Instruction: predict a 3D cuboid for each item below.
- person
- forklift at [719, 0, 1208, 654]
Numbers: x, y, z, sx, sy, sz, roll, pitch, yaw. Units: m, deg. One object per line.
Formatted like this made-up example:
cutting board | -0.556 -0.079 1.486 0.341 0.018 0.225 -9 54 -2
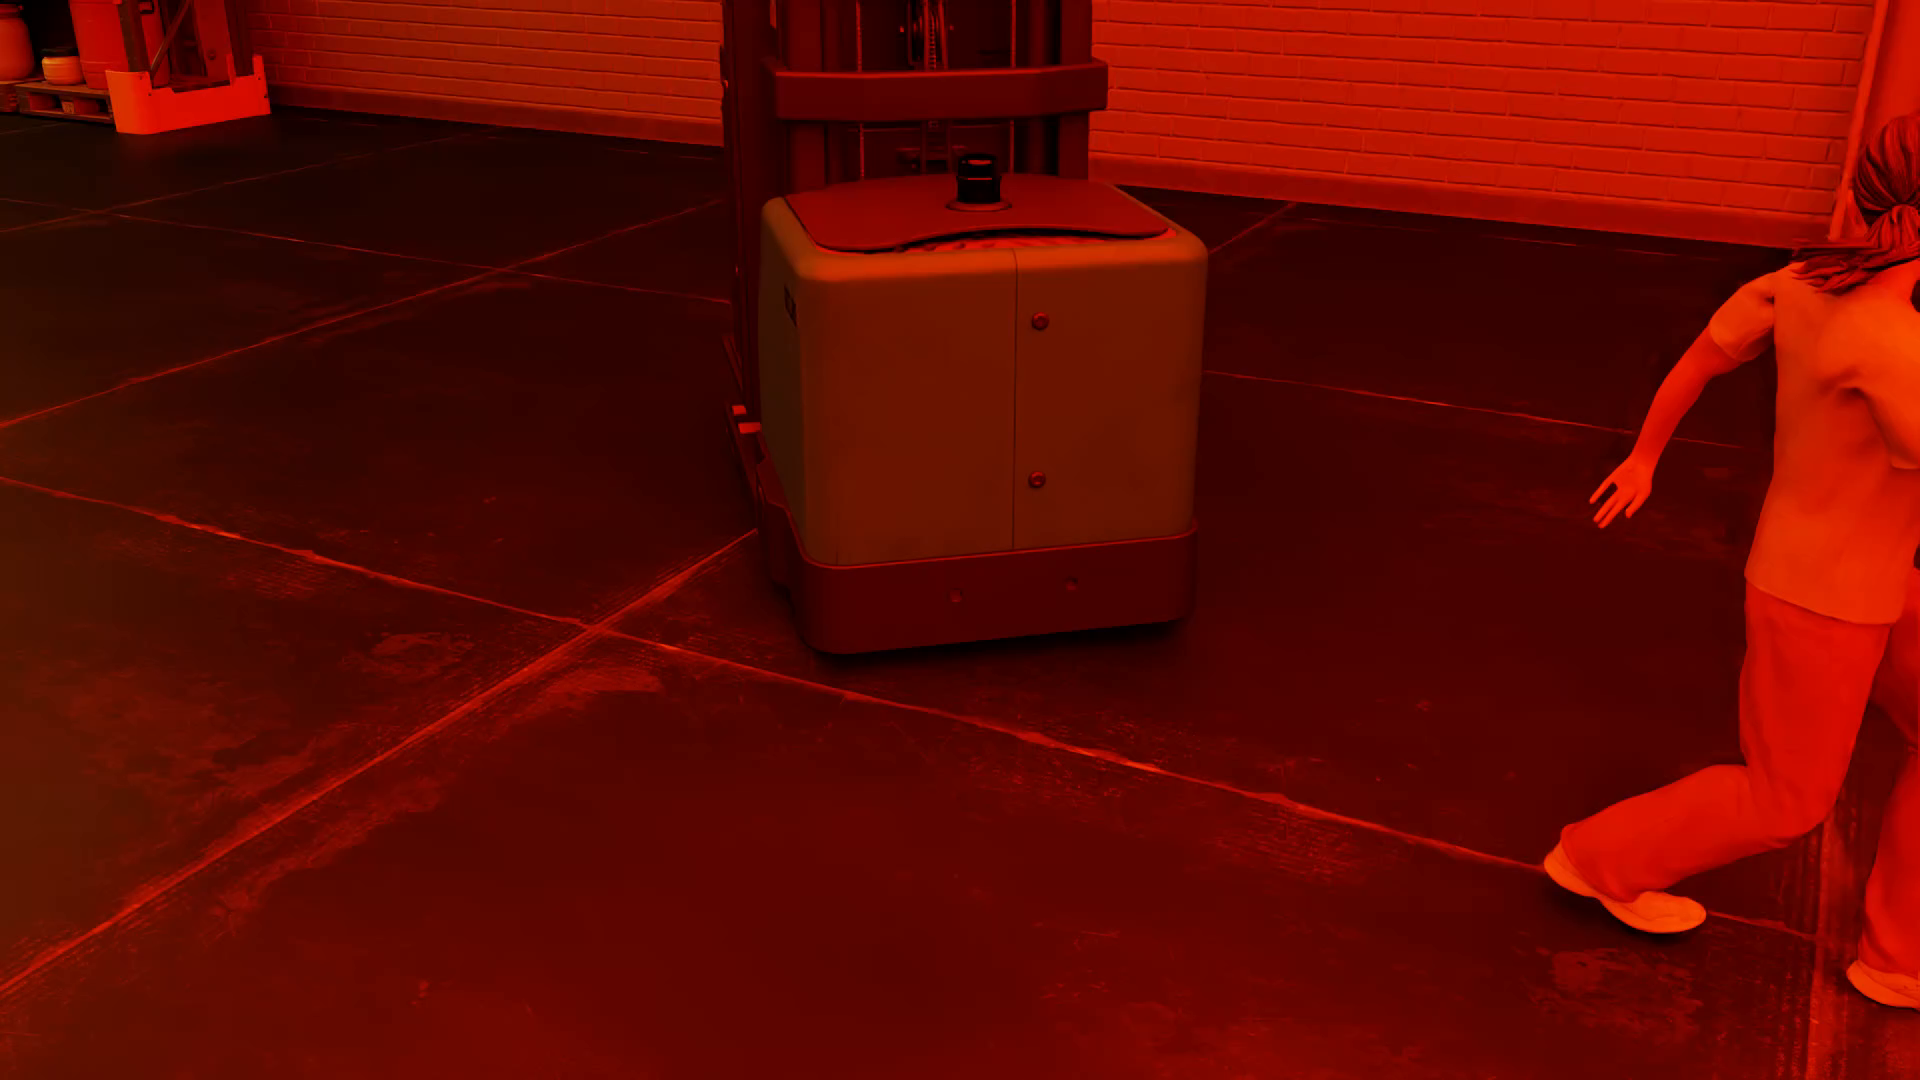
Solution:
person | 1.541 0.074 2.896 0.903 1.605 0.471 12 26 26
forklift | -0.204 -1.607 5.102 1.130 2.935 3.031 -5 23 -12
